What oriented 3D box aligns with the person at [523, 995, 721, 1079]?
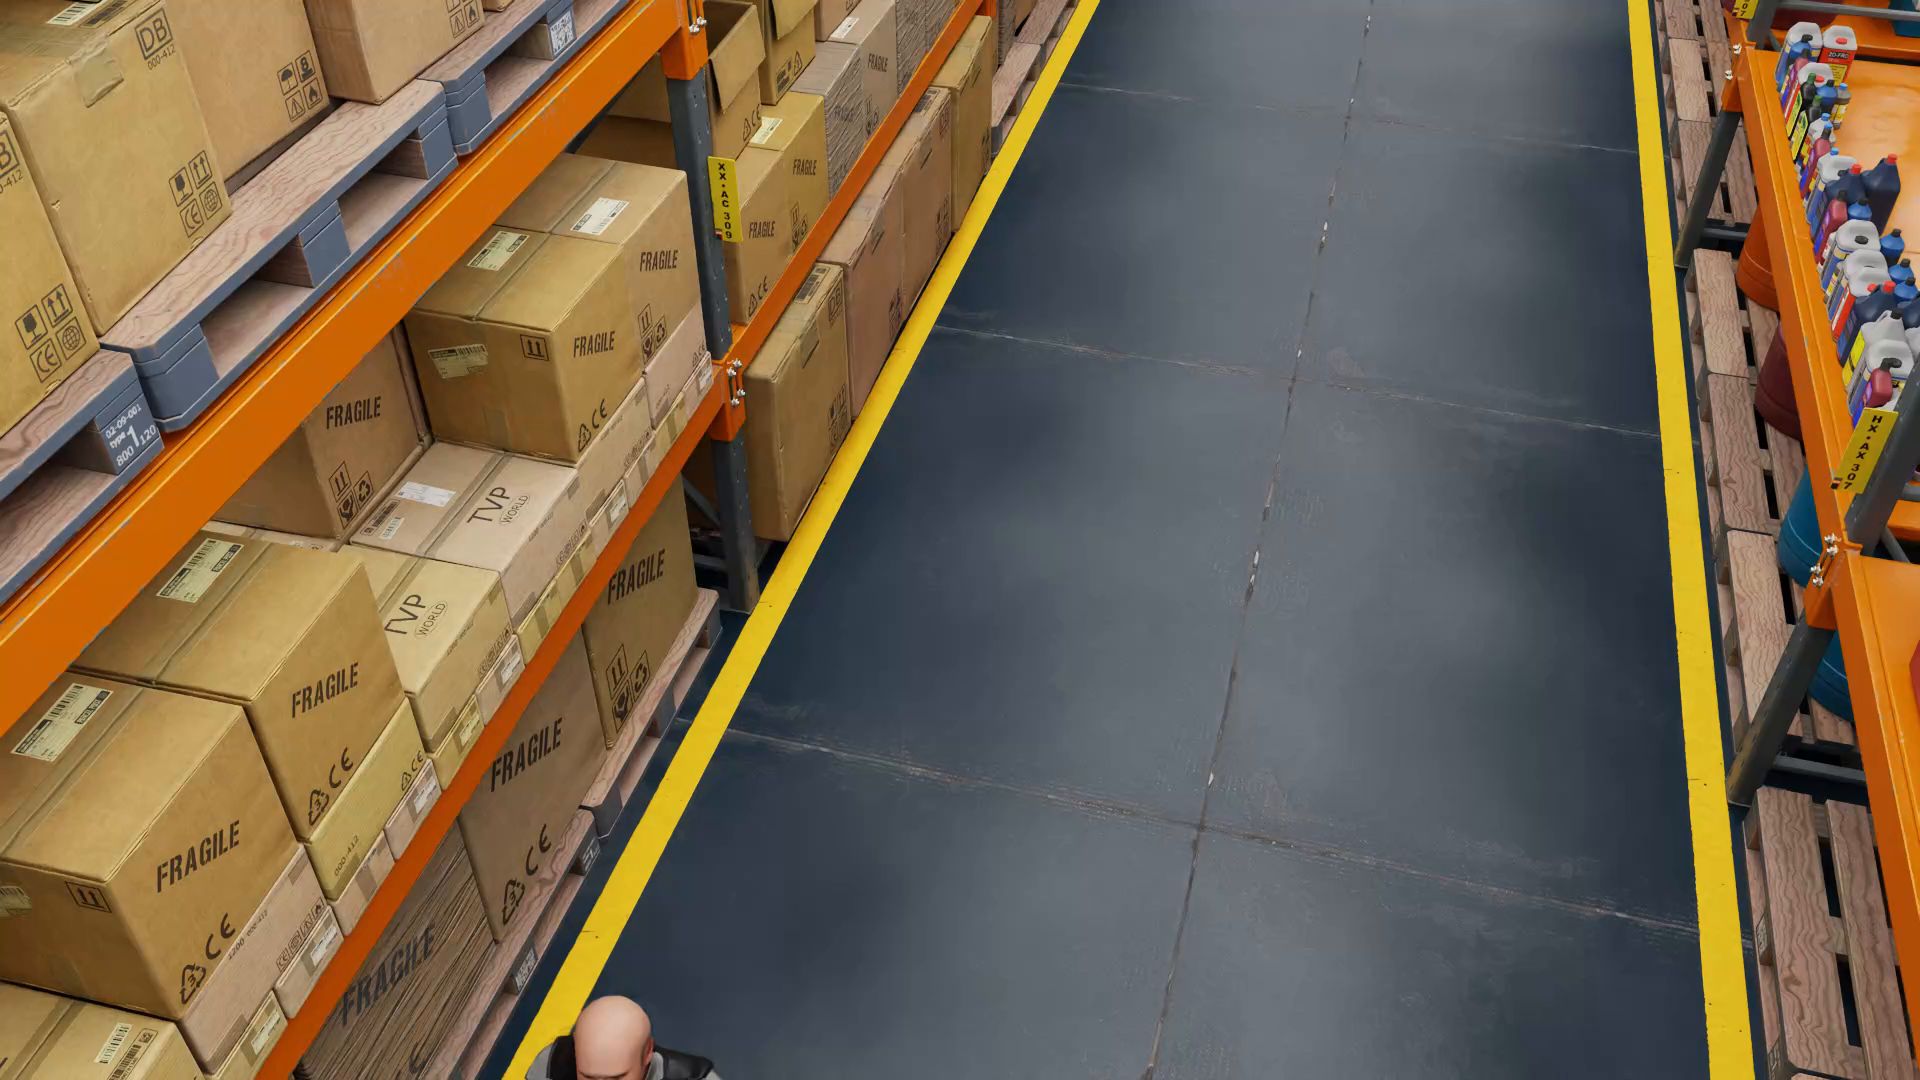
[{"bbox_3d":[-0.791,1.667,4.237,0.553,1.689,0.905,10,42,11],"label":"person"}]
